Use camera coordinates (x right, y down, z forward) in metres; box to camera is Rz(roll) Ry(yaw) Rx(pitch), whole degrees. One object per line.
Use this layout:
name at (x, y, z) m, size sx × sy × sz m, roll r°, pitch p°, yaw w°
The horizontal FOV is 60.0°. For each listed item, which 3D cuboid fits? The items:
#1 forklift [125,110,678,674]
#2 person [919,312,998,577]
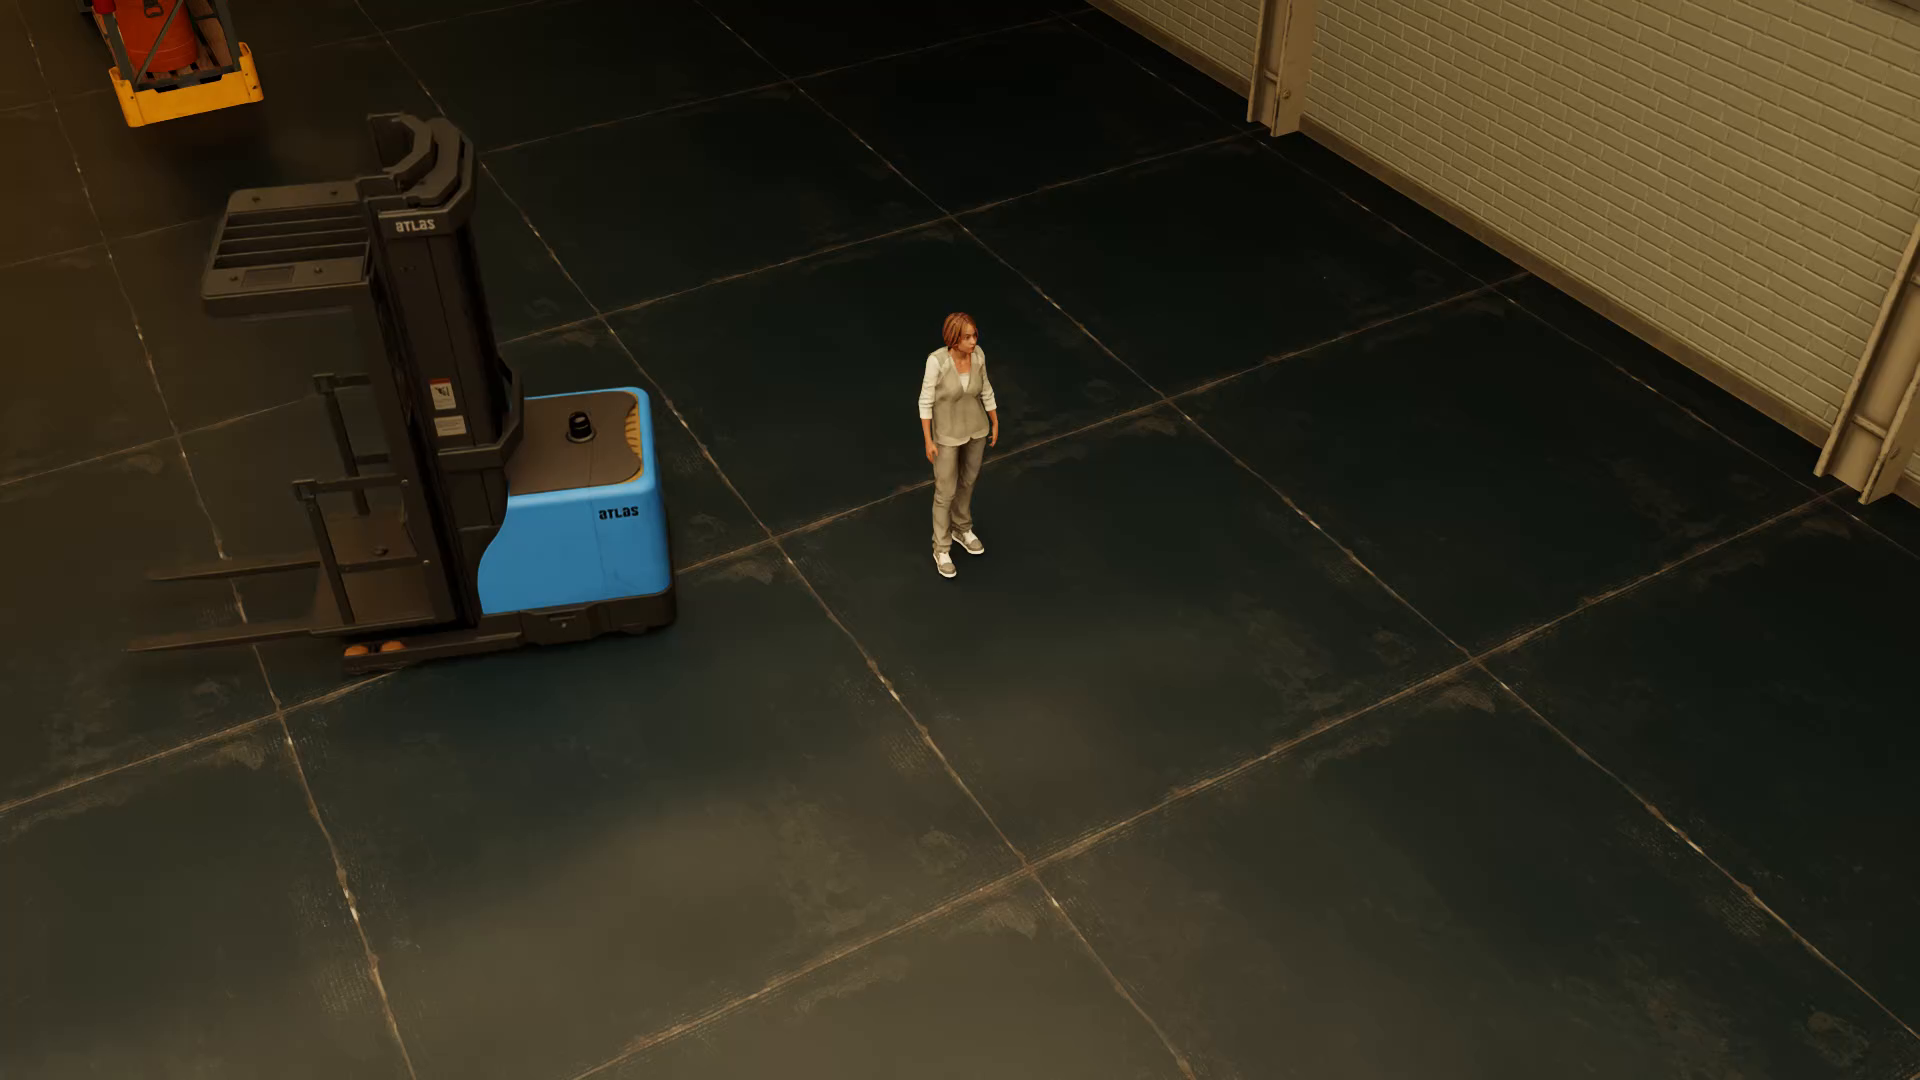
forklift at (-3.217, -0.735, 8.922) m, size 3.031 × 2.935 × 1.130 m, roll -7°, pitch 40°, yaw -8°
person at (0.024, -0.575, 9.763) m, size 0.520 × 1.597 × 0.475 m, roll -20°, pitch 44°, yaw -23°
